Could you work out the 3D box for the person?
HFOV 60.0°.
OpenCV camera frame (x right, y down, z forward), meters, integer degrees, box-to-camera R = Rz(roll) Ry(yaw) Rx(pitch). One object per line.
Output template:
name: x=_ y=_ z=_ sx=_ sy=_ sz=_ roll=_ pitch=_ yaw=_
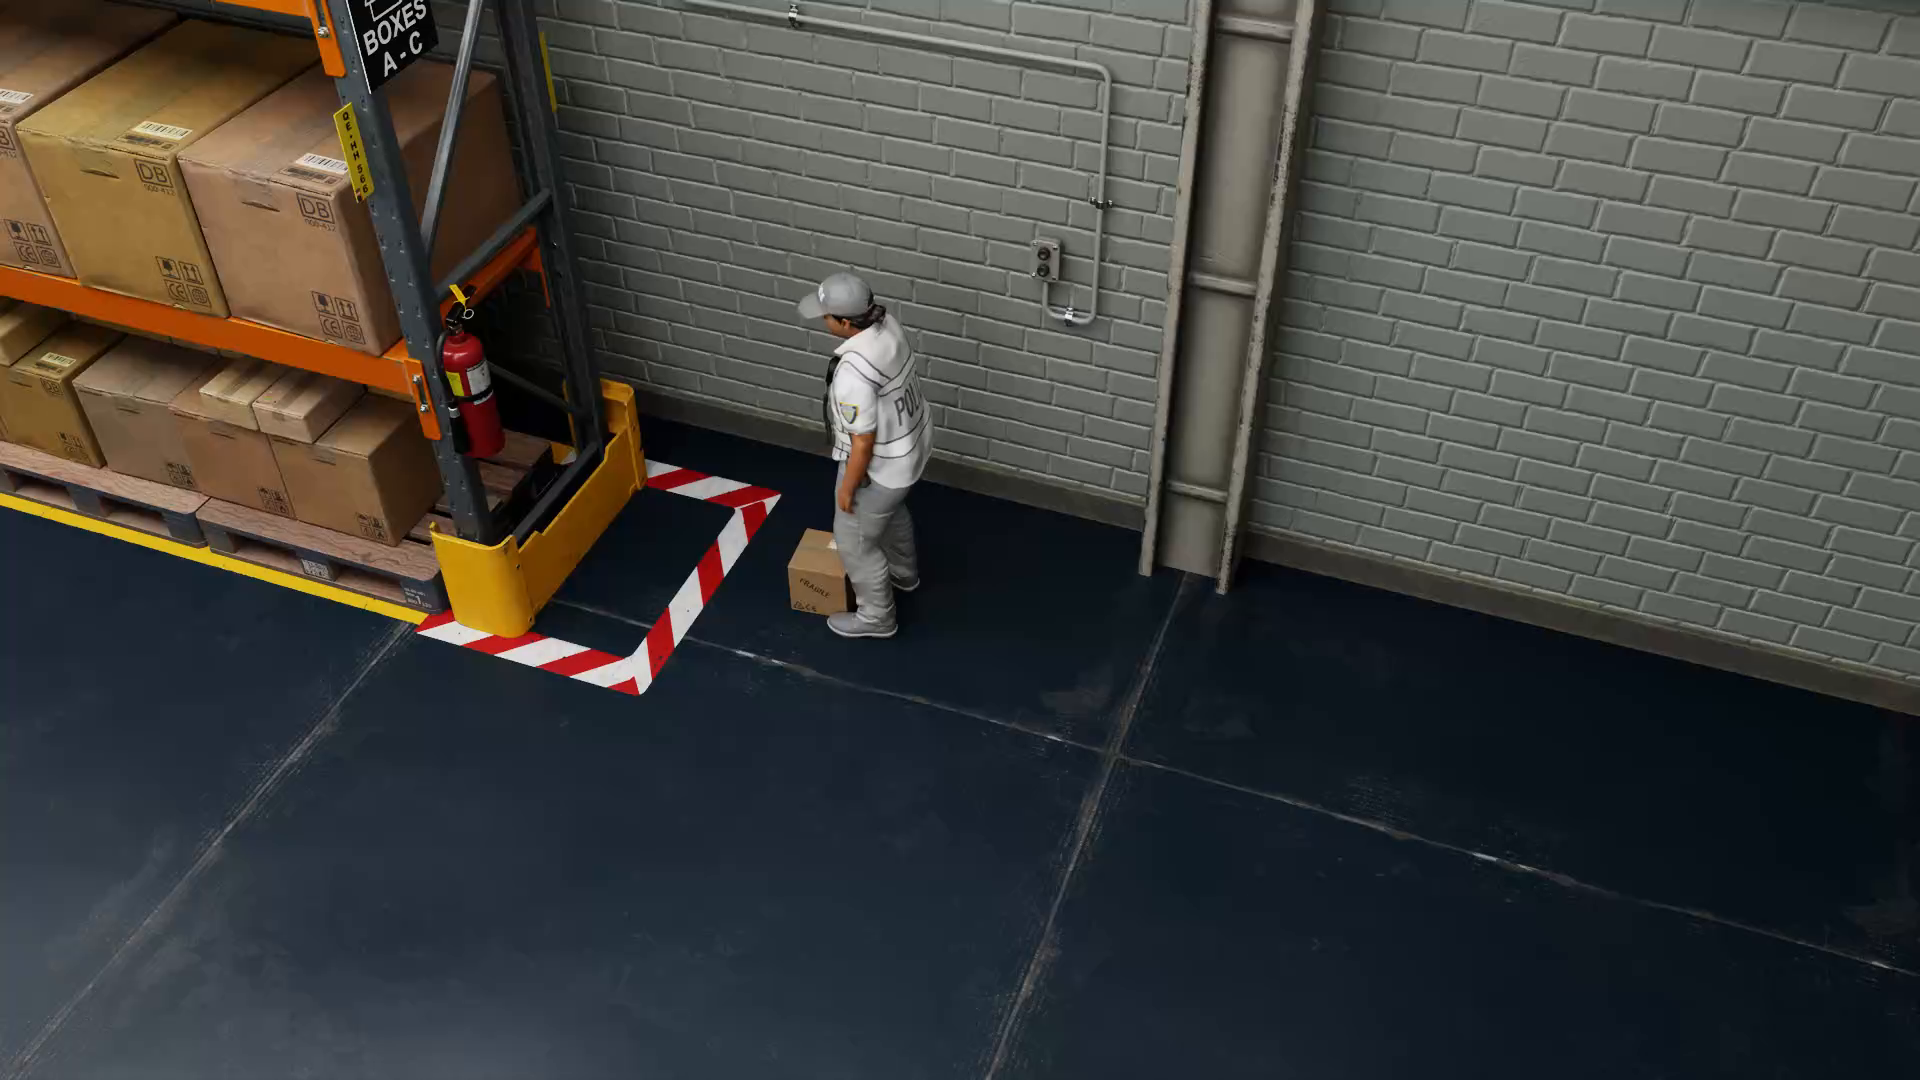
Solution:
person: x=-0.352 y=-0.335 z=6.530 sx=0.465 sy=1.665 sz=0.542 roll=12 pitch=43 yaw=13
